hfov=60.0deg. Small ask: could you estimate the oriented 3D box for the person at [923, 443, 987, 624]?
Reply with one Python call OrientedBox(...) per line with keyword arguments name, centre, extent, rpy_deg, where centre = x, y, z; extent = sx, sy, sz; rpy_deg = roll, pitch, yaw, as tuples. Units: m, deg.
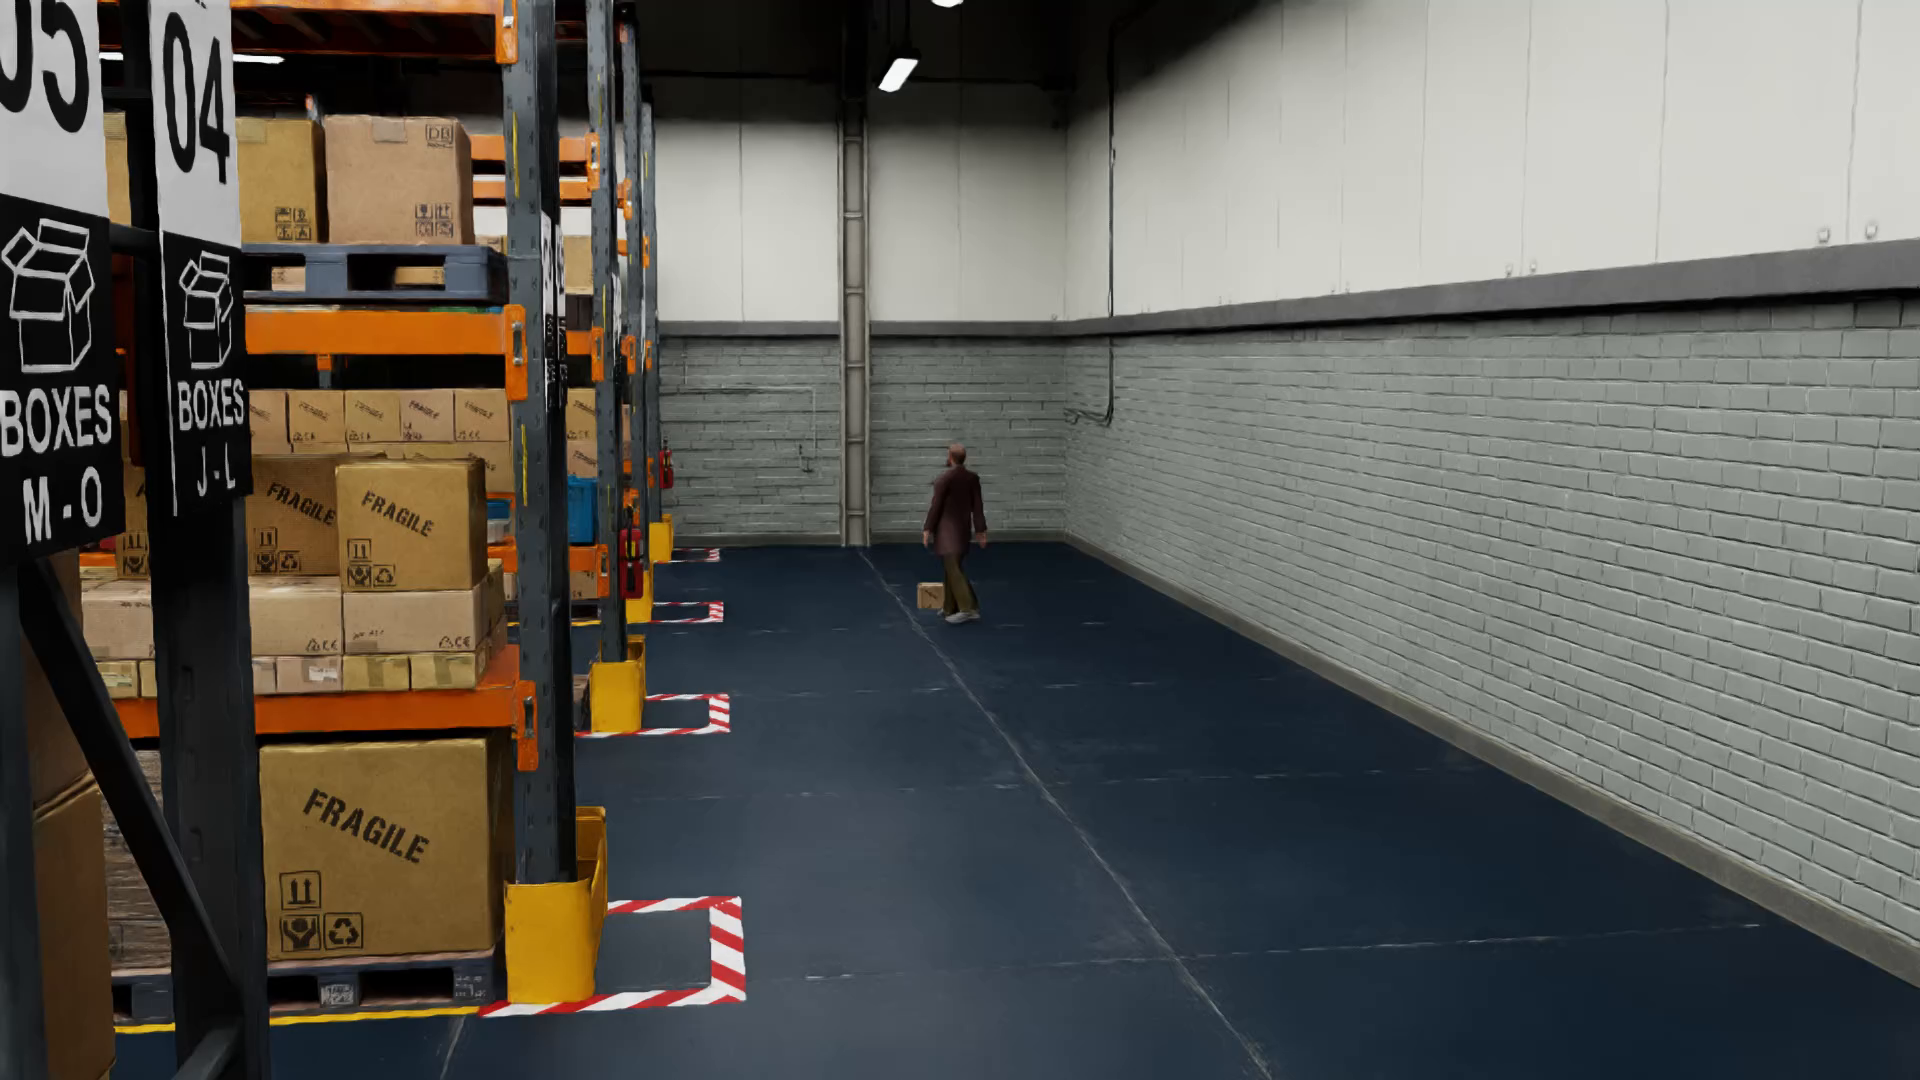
OrientedBox(name="person", centre=(-0.023, -0.072, 16.441), extent=(0.730, 1.773, 0.683), rpy_deg=(6, 9, 43))
